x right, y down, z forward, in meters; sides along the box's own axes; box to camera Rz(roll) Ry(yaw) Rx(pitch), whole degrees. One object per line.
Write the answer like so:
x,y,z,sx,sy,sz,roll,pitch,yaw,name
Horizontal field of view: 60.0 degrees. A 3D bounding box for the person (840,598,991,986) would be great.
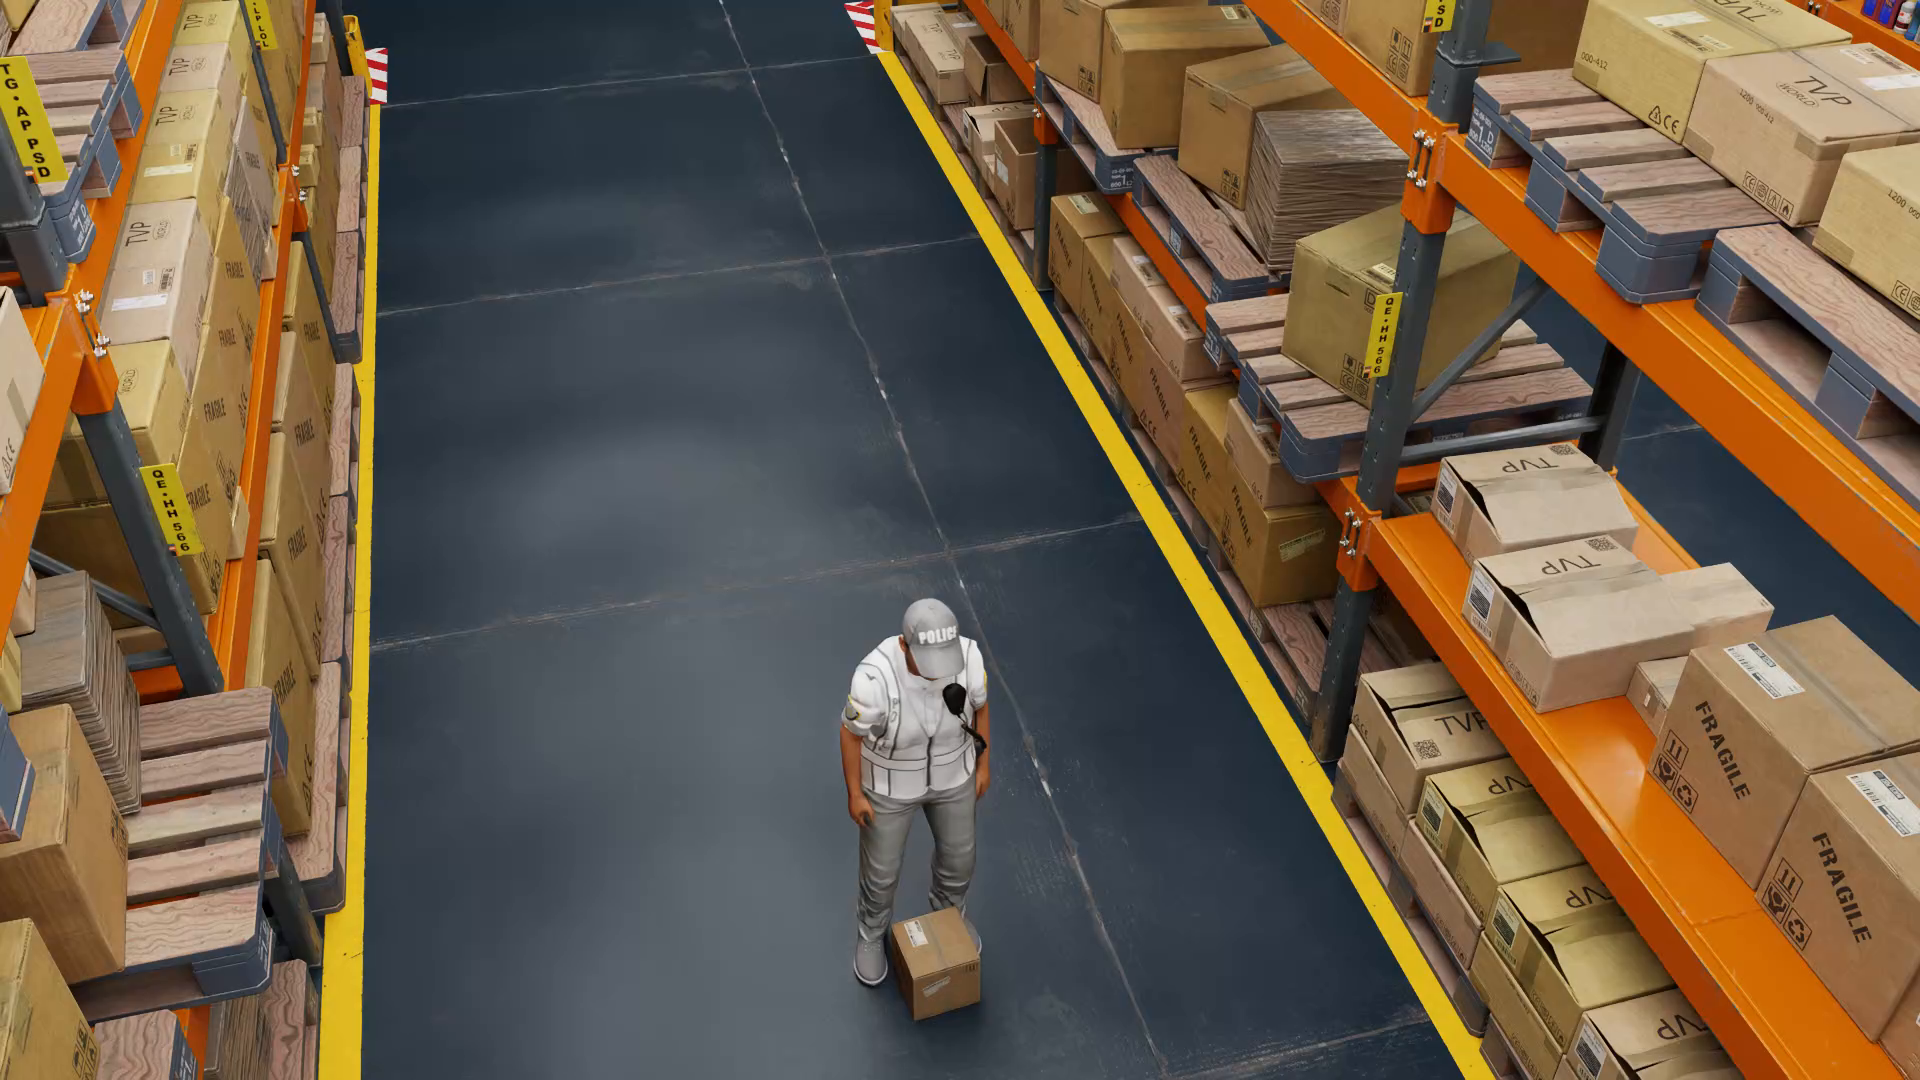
-0.145,0.829,5.664,0.549,1.664,0.470,-11,40,-14,person
